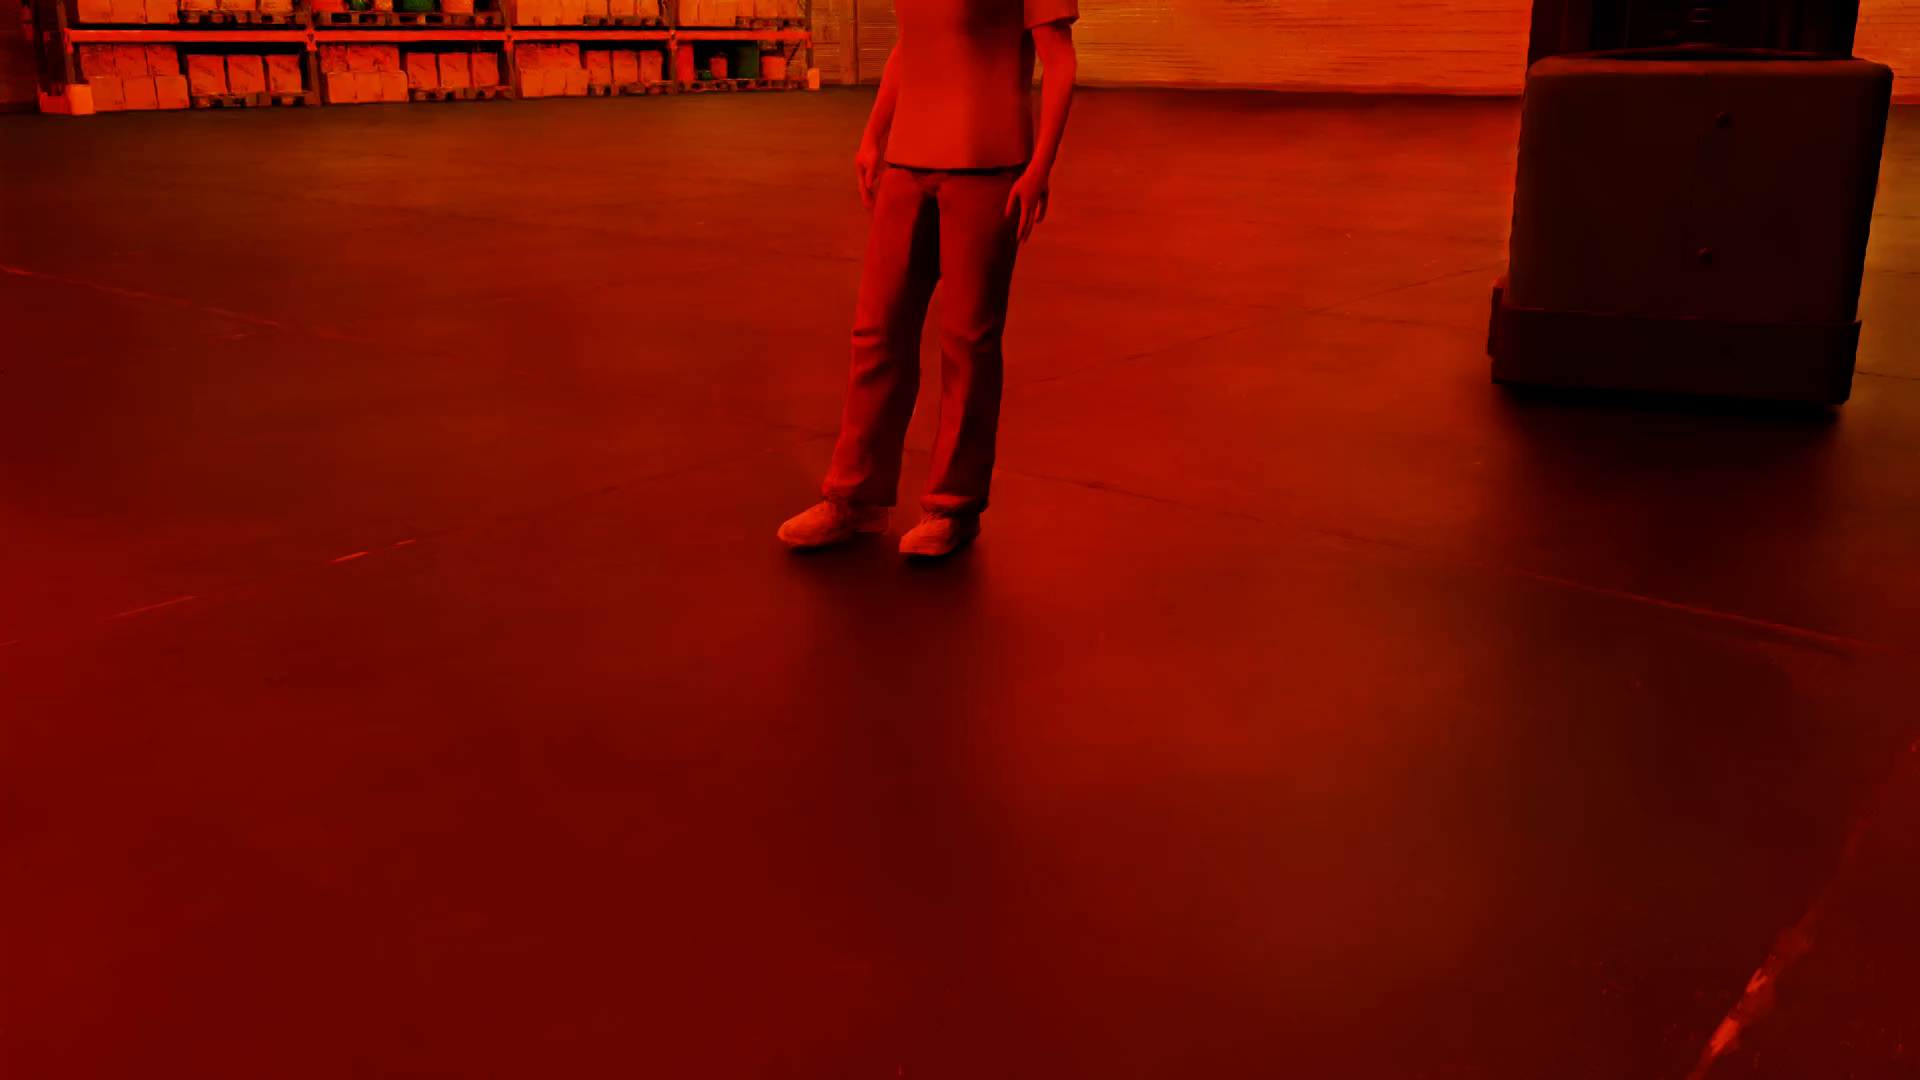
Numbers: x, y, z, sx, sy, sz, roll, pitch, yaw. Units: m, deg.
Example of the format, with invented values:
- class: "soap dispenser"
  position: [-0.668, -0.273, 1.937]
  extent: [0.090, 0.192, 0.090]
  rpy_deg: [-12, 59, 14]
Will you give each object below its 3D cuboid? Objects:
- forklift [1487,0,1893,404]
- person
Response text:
- class: "forklift"
  position: [2.726, -2.212, 6.181]
  extent: [1.130, 2.935, 3.031]
  rpy_deg: [6, 18, 19]
- class: "person"
  position: [-0.055, -0.794, 3.648]
  extent: [0.554, 1.674, 0.548]
  rpy_deg: [13, 21, 37]
